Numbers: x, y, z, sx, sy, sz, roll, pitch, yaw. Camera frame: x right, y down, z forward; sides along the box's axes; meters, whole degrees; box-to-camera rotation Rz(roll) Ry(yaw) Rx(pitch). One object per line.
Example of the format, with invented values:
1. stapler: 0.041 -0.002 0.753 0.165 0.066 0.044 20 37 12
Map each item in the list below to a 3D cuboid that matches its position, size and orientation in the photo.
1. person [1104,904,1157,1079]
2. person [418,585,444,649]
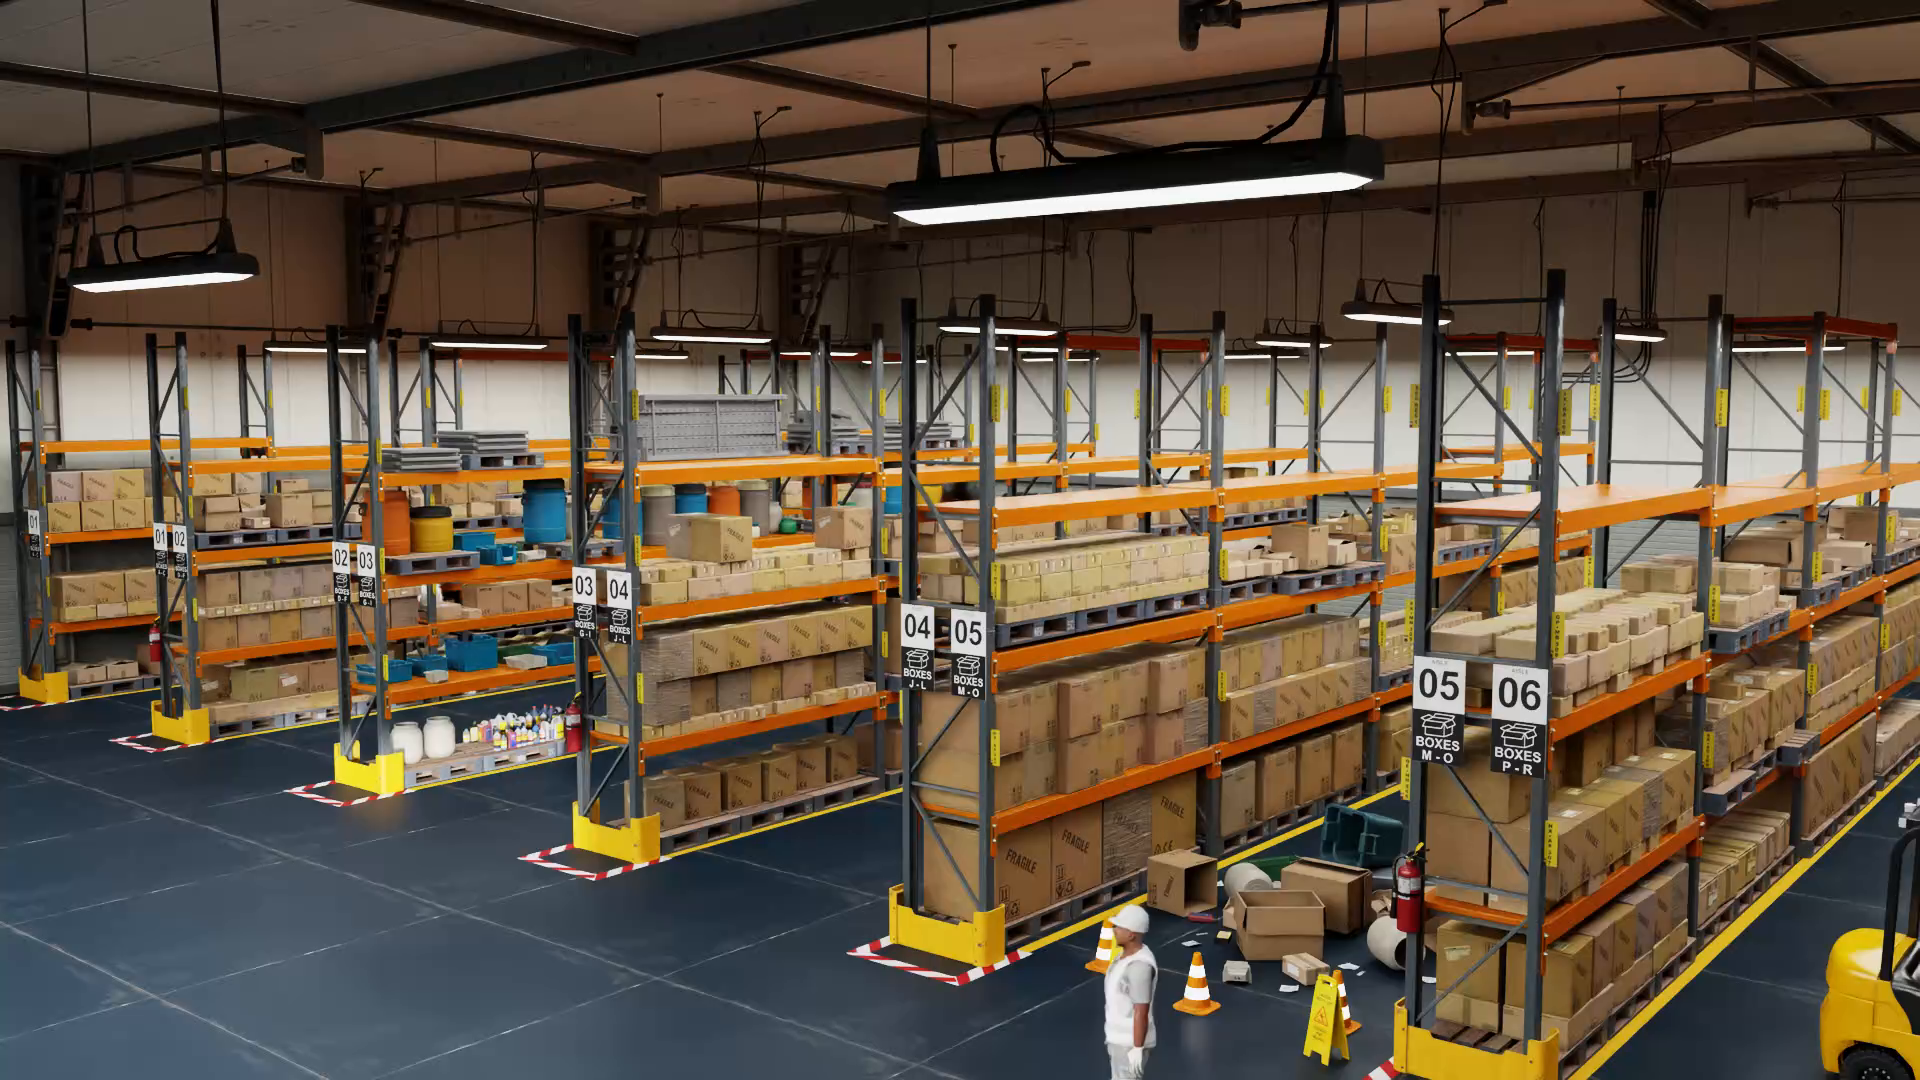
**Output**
1. person: 1.066 3.291 10.908 0.436 1.788 0.645 0 5 0
2. person: -10.035 1.469 31.497 0.619 1.796 0.632 -1 5 -9
